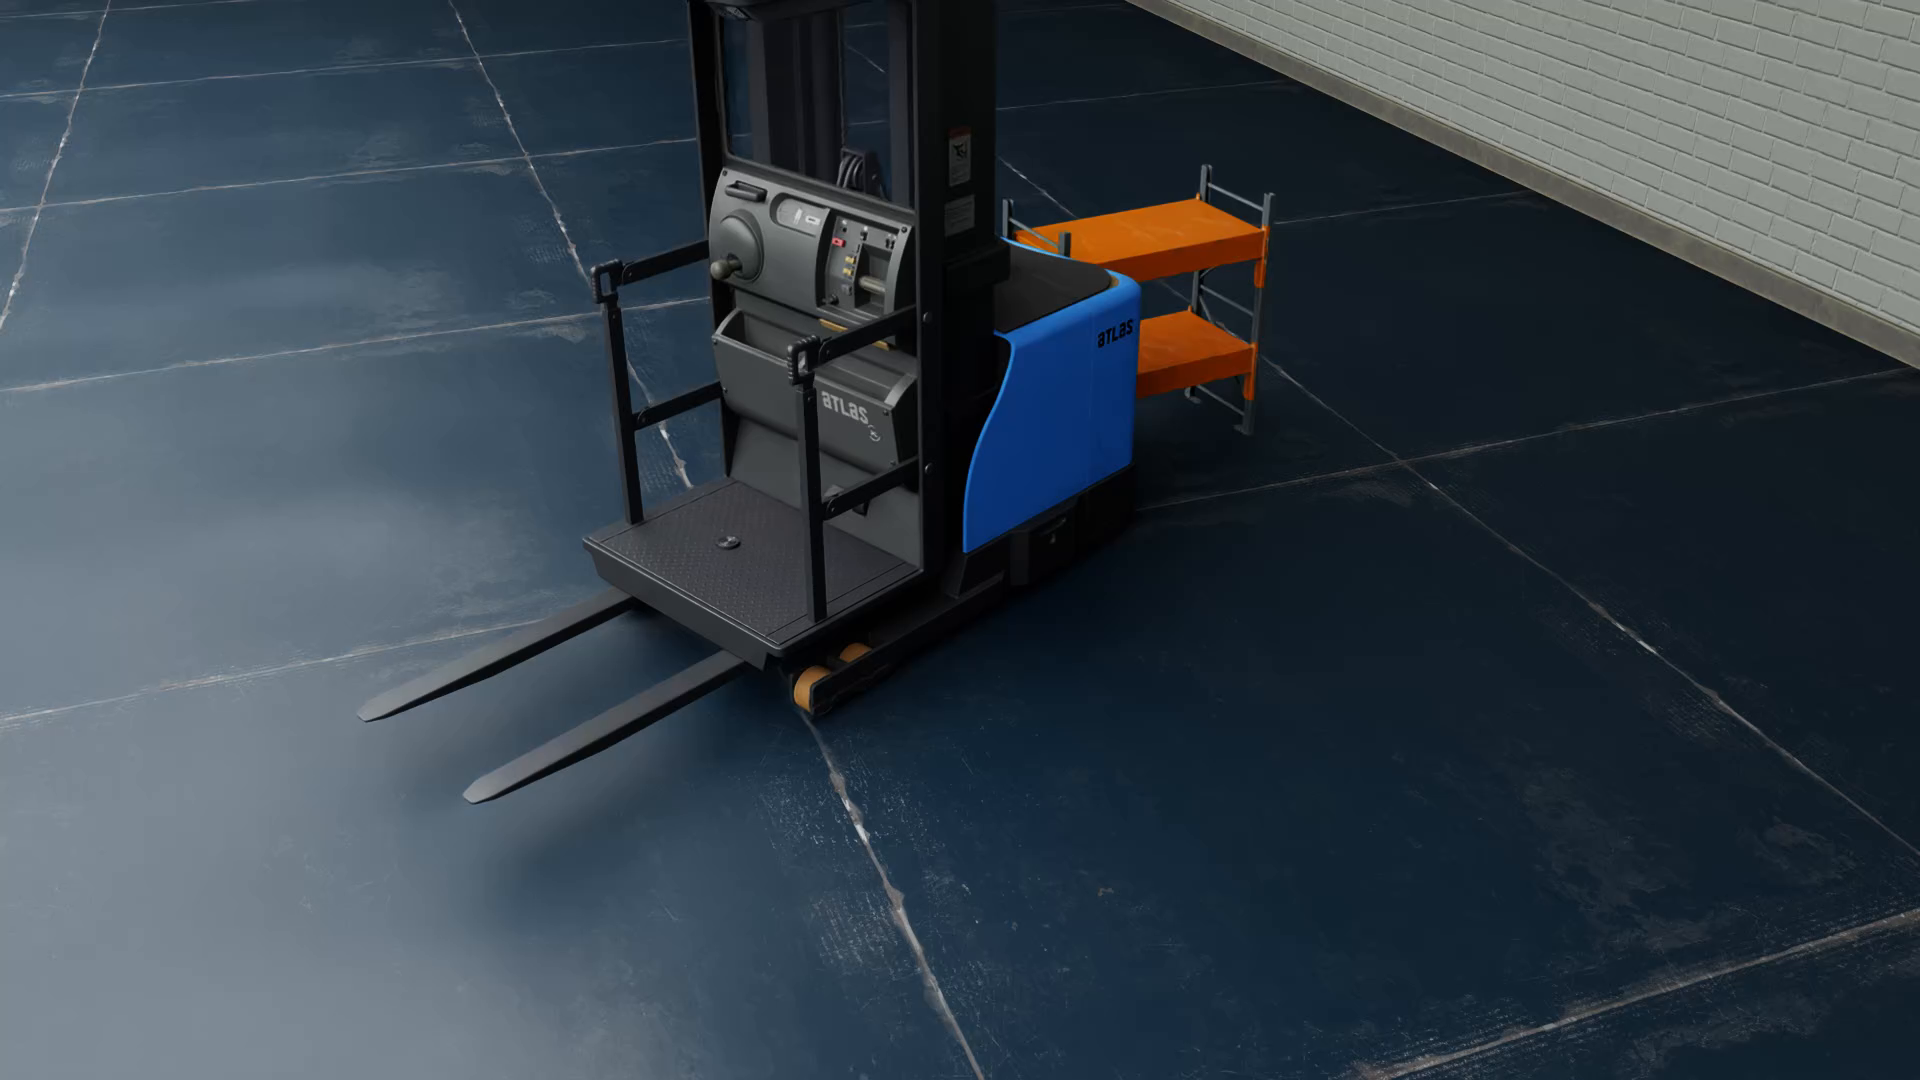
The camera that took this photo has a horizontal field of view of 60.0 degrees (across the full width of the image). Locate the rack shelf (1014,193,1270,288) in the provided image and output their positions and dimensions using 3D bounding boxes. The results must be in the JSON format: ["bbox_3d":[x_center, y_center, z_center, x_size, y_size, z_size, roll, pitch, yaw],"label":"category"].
[{"bbox_3d":[0.760,-1.213,7.151,1.000,0.278,0.538,-15,33,-24],"label":"rack shelf"}]

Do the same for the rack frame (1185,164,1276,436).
[{"bbox_3d":[1.208,-1.078,7.505,0.032,1.125,0.500,-15,33,-24],"label":"rack frame"}]

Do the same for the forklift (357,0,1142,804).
[{"bbox_3d":[-0.661,-0.960,5.474,1.130,2.935,3.031,25,38,36],"label":"forklift"}]

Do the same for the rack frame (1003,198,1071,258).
[{"bbox_3d":[0.312,-0.839,7.087,0.032,1.125,0.500,-15,33,-24],"label":"rack frame"}]

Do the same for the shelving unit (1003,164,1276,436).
[{"bbox_3d":[0.760,-0.958,7.296,1.048,1.125,0.538,-15,33,-24],"label":"shelving unit"}]

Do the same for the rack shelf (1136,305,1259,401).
[{"bbox_3d":[0.760,-0.746,7.417,1.000,0.278,0.538,-15,33,-24],"label":"rack shelf"}]
